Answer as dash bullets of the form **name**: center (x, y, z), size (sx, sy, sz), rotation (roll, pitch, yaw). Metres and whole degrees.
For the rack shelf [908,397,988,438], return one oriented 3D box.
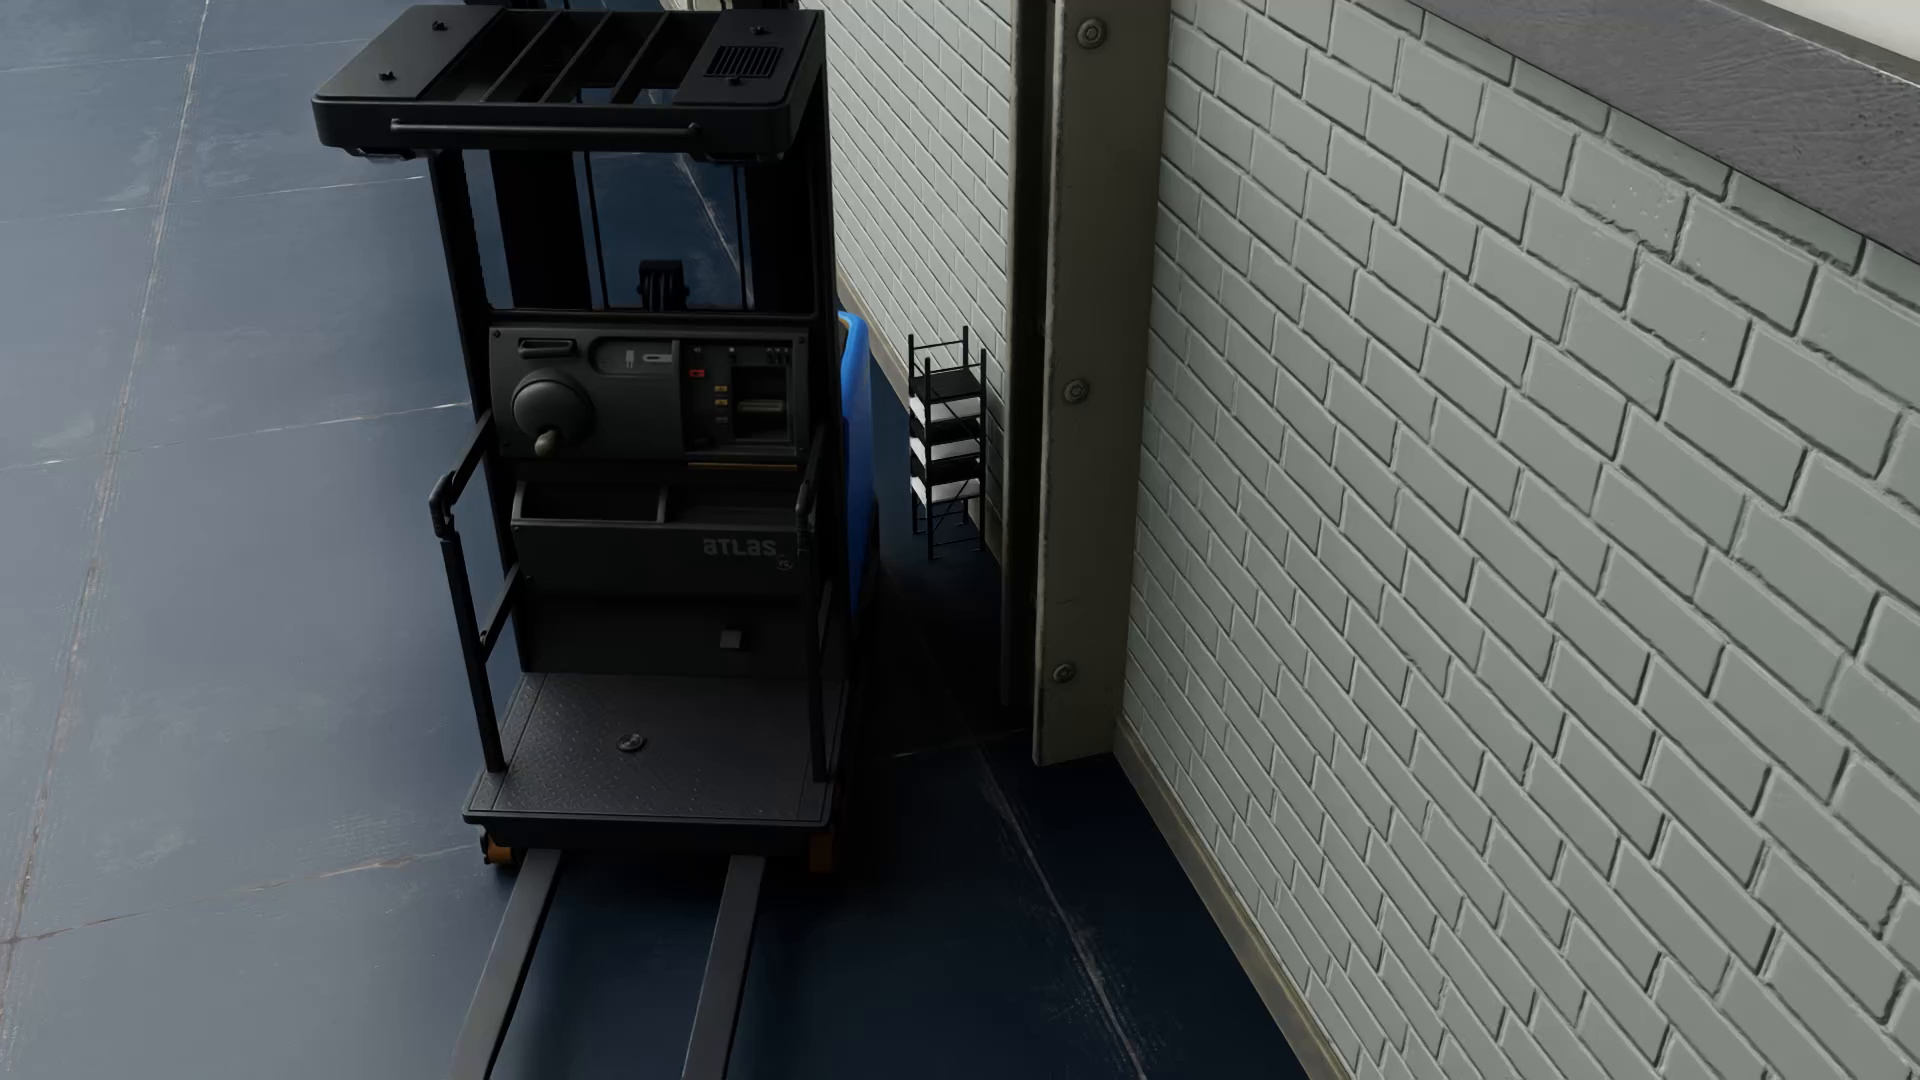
- **rack shelf**: center (-0.049, -0.492, 6.412), size (0.258, 0.077, 0.200), rotation (-11, 35, -16)

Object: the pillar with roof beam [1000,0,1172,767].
- **pillar with roof beam**: center (-3.754, -2.397, 2.215), size (9.100, 9.000, 0.400), rotation (-10, 35, -15)

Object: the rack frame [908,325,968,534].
- **rack frame**: center (-0.082, -0.423, 6.574), size (0.240, 0.900, 0.006), rotation (-11, 35, -16)

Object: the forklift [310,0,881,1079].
- **forklift**: center (-0.905, -0.366, 4.646), size (1.130, 2.935, 3.031), rotation (1, 33, 2)

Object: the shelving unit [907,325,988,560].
- **shelving unit**: center (-0.049, -0.370, 6.493), size (0.258, 0.900, 0.210), rotation (-11, 35, -16)

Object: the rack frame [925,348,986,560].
- **rack frame**: center (-0.016, -0.317, 6.413), size (0.240, 0.900, 0.006), rotation (-11, 35, -16)

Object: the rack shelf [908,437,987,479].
- **rack shelf**: center (-0.049, -0.342, 6.512), size (0.258, 0.077, 0.200), rotation (-11, 35, -16)

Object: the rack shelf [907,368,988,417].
- **rack shelf**: center (-0.049, -0.567, 6.363), size (0.258, 0.077, 0.200), rotation (-11, 35, -16)

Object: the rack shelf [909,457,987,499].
- **rack shelf**: center (-0.049, -0.267, 6.561), size (0.258, 0.077, 0.200), rotation (-11, 35, -16)

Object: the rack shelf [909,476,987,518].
- **rack shelf**: center (-0.049, -0.192, 6.611), size (0.258, 0.077, 0.200), rotation (-11, 35, -16)

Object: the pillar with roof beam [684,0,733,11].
- **pillar with roof beam**: center (-5.584, -5.547, 6.982), size (9.100, 9.000, 0.400), rotation (-10, 35, -15)

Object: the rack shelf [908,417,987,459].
- **rack shelf**: center (-0.049, -0.417, 6.462), size (0.258, 0.077, 0.200), rotation (-11, 35, -16)
